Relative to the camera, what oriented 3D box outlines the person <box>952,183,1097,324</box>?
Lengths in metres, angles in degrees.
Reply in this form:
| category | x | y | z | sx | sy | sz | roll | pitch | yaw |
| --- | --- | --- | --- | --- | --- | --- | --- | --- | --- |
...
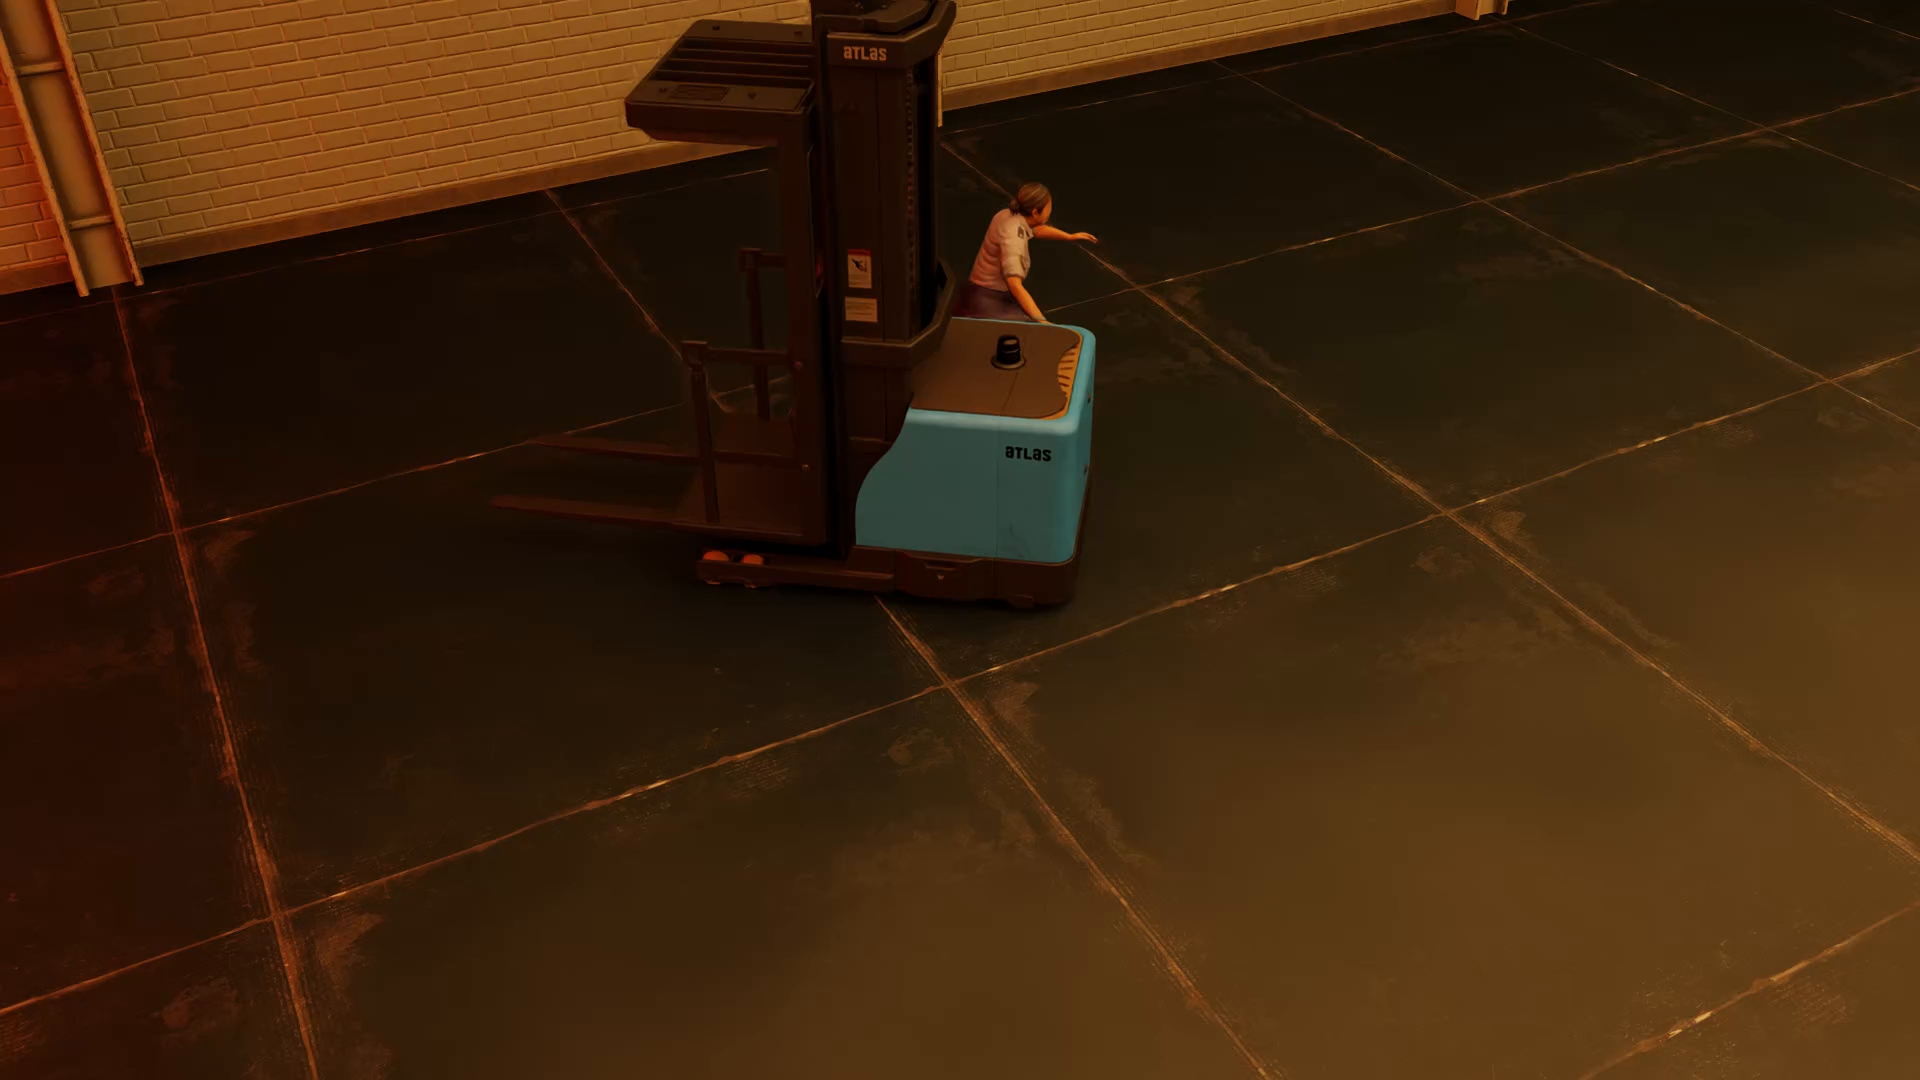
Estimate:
| category | x | y | z | sx | sy | sz | roll | pitch | yaw |
| --- | --- | --- | --- | --- | --- | --- | --- | --- | --- |
| person | 0.417 | -1.253 | 9.237 | 0.880 | 1.423 | 1.016 | -10 | 36 | -13 |

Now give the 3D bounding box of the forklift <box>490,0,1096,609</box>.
| category | x | y | z | sx | sy | sz | roll | pitch | yaw |
| --- | --- | --- | --- | --- | --- | --- | --- | --- | --- |
| forklift | -0.871 | -1.252 | 7.894 | 3.031 | 2.935 | 1.130 | 5 | 36 | 7 |
